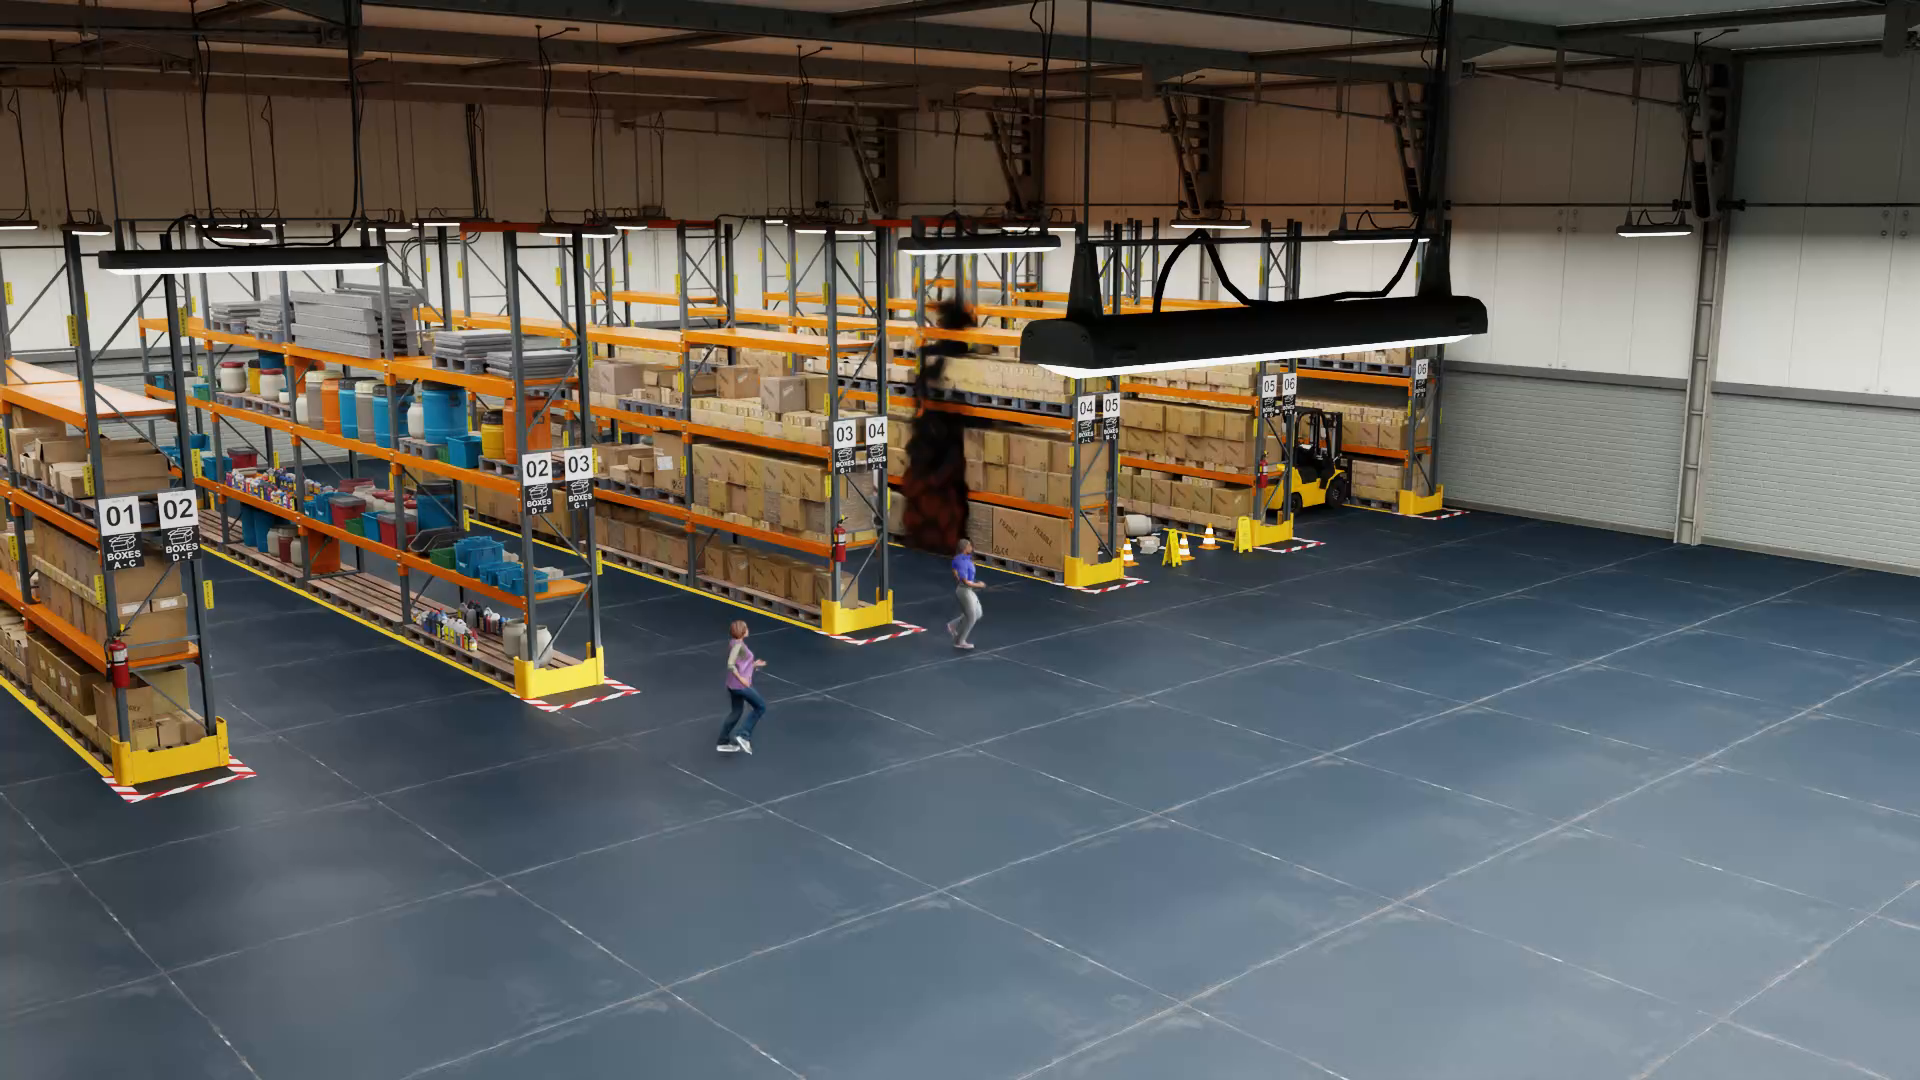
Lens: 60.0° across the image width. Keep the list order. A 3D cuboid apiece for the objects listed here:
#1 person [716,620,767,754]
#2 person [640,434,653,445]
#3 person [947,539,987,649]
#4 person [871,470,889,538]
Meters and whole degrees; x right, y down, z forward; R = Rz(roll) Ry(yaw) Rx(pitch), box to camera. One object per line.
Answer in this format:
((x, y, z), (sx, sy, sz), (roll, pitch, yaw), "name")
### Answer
((-2.540, 1.714, 19.359), (0.666, 1.593, 0.512), (-5, 13, -25), "person")
((-7.887, -2.888, 42.018), (0.718, 1.690, 0.623), (-10, 15, -41), "person")
((0.094, 0.774, 23.917), (0.578, 1.597, 0.594), (0, 11, 0), "person")
((-1.526, -0.812, 30.084), (0.698, 1.772, 0.579), (-9, 15, -39), "person")
